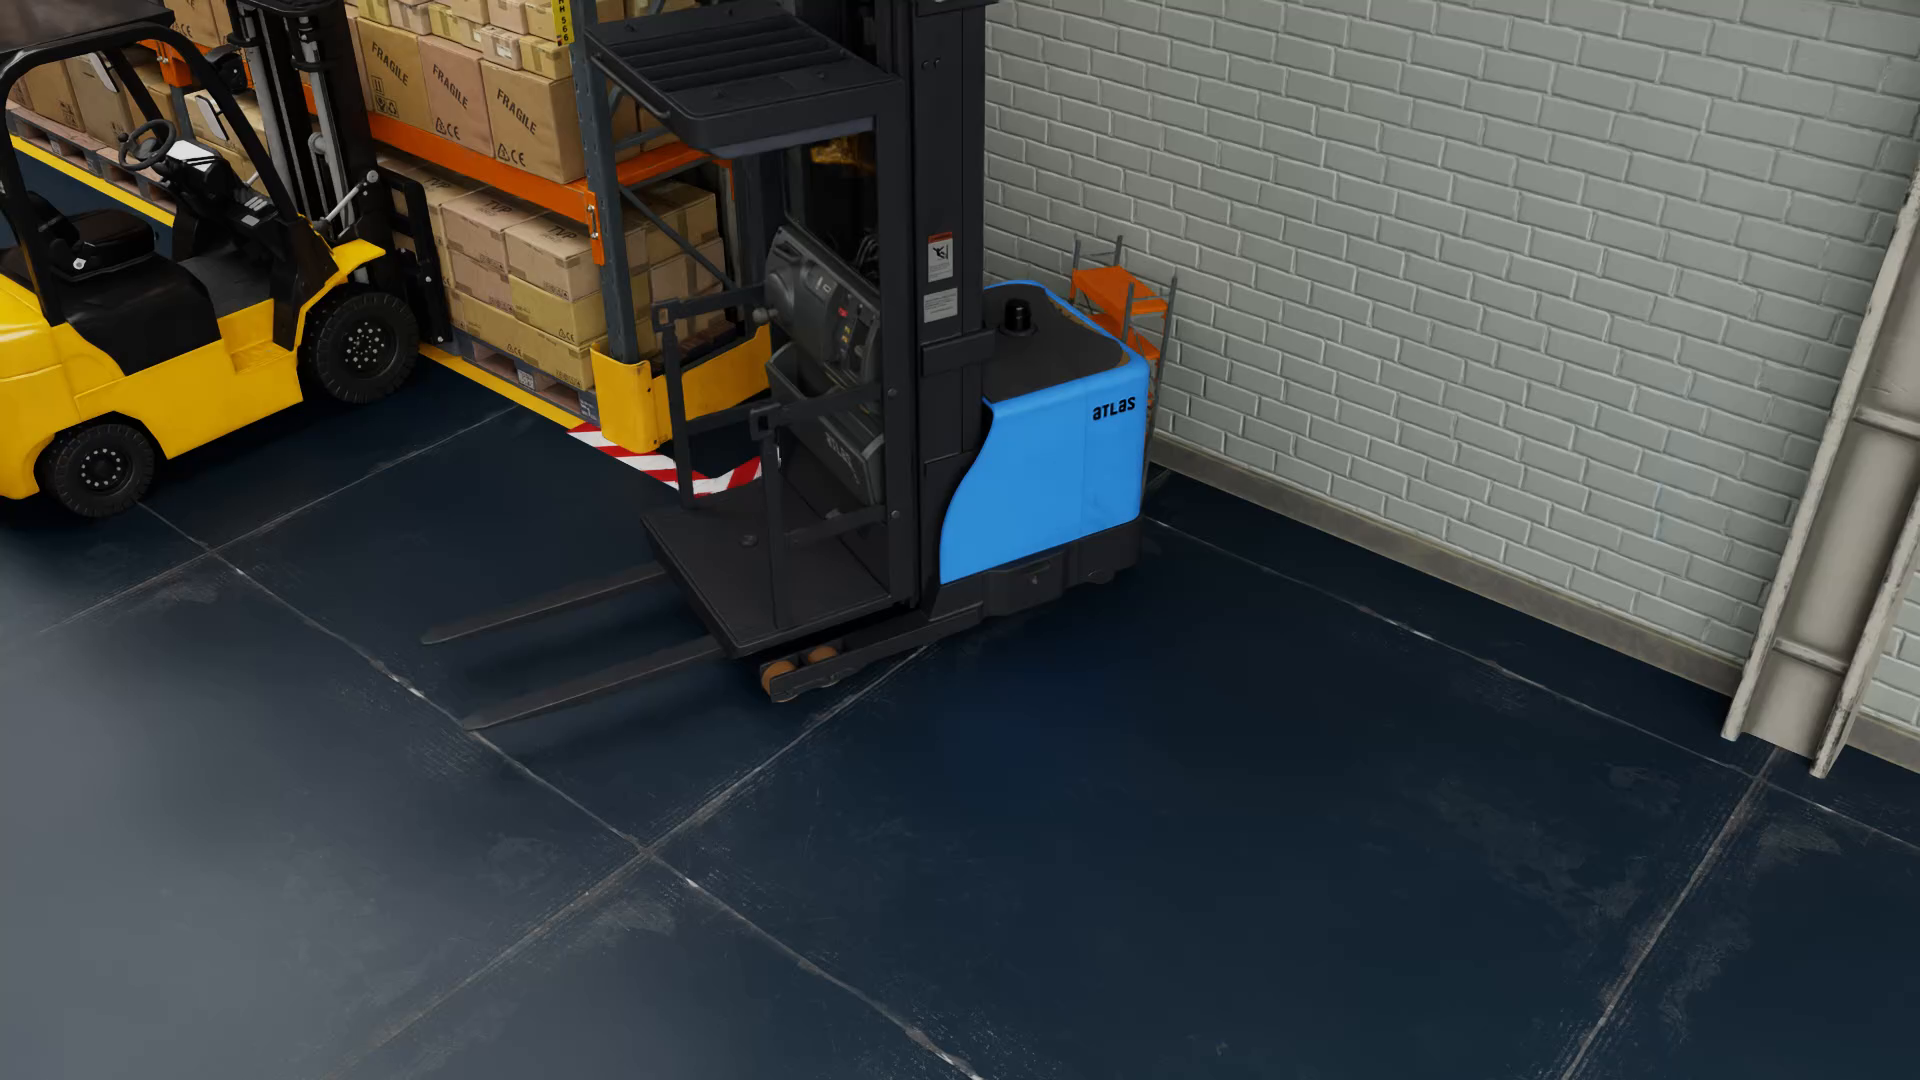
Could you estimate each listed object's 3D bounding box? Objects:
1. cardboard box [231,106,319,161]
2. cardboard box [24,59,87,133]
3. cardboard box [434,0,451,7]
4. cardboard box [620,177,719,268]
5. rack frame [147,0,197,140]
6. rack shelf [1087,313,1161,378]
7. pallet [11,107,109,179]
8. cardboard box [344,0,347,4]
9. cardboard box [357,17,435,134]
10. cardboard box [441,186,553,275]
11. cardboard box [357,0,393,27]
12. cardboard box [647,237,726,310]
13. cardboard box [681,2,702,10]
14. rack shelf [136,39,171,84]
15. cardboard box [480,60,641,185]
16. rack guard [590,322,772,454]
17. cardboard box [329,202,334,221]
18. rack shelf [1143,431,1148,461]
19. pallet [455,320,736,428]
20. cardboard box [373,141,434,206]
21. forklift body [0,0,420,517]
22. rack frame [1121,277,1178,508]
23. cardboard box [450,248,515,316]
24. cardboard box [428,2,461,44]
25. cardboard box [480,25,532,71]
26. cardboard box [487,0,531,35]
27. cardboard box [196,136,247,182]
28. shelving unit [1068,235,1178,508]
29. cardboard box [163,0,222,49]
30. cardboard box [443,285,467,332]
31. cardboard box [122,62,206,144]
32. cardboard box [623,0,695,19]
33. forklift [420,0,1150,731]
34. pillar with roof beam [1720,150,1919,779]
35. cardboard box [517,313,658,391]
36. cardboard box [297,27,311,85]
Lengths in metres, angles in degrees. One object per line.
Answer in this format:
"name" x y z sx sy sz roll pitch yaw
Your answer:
"cardboard box" -3.896 -2.381 9.742 0.500 0.250 0.500 25 42 32
"cardboard box" -6.032 -3.364 11.726 0.625 0.625 0.875 23 41 30
"cardboard box" -2.361 -2.732 8.155 0.250 0.149 0.380 26 42 32
"cardboard box" -1.628 -1.690 8.736 0.500 0.250 0.500 25 41 31
"rack frame" -4.454 -3.430 10.095 0.127 3.000 1.000 25 42 32
"rack shelf" 0.710 -0.888 7.691 0.258 0.148 0.480 -11 36 -23
"pallet" -5.987 -2.973 11.892 1.213 0.211 1.003 25 42 32
"cardboard box" -3.202 -2.940 8.720 0.250 0.149 0.380 24 41 31
"cardboard box" -2.713 -2.464 8.600 0.500 0.500 0.500 24 41 31
"cardboard box" -2.329 -1.647 8.673 0.500 0.250 0.500 26 42 33
"cardboard box" -2.827 -2.748 8.440 0.250 0.149 0.380 26 42 32
"cardboard box" -1.608 -1.488 8.883 0.500 0.250 0.500 26 42 33
"cardboard box" -1.474 -2.526 8.117 0.250 0.149 0.380 24 41 31
"rack shelf" -5.991 -3.858 11.354 4.000 0.370 1.077 25 42 32
"cardboard box" -1.926 -2.087 8.051 0.500 0.500 0.500 24 41 31
"rack guard" -1.361 -0.942 8.681 0.348 0.500 1.175 25 42 32
"cardboard box" -3.512 -1.998 9.626 0.500 0.250 0.500 25 42 31
"rack shelf" 0.679 -0.533 7.917 0.258 0.148 0.480 -11 36 -23
"pallet" -1.994 -1.091 9.152 1.213 0.211 1.003 25 42 32
"cardboard box" -3.108 -2.012 9.205 0.500 0.250 0.500 24 41 31
"forklift body" -4.004 -1.525 8.070 1.214 2.155 2.313 25 42 32
"rack frame" 0.802 -0.631 7.592 0.240 1.200 0.015 -11 36 -23
"cardboard box" -2.332 -1.454 8.834 0.500 0.250 0.500 25 42 31
"cardboard box" -2.384 -2.589 8.209 0.250 0.149 0.380 25 42 32
"cardboard box" -2.041 -2.373 7.895 0.250 0.149 0.380 26 42 33
"cardboard box" -1.999 -2.527 7.855 0.250 0.149 0.380 25 42 32
"cardboard box" -4.280 -2.367 10.163 0.500 0.250 0.500 25 42 32
"shelving unit" 0.699 -0.757 7.775 0.258 1.200 0.503 -11 36 -23
"cardboard box" -4.280 -3.197 9.668 0.500 0.500 0.500 24 41 31
"cardboard box" -2.698 -1.423 9.231 0.500 0.250 0.500 26 42 32
"cardboard box" -4.862 -2.809 10.917 0.625 0.625 0.875 27 43 34
"cardboard box" -1.501 -2.627 8.002 0.250 0.149 0.380 24 41 31
"forklift" -0.725 -0.890 6.457 3.031 2.935 1.130 -18 38 -24
"pillar with roof beam" 0.519 -1.053 1.334 0.400 9.000 9.100 25 42 32
"cardboard box" -1.943 -1.054 8.693 0.500 0.250 0.500 26 42 32
"cardboard box" -3.479 -2.833 9.137 0.500 0.500 0.500 25 42 31
